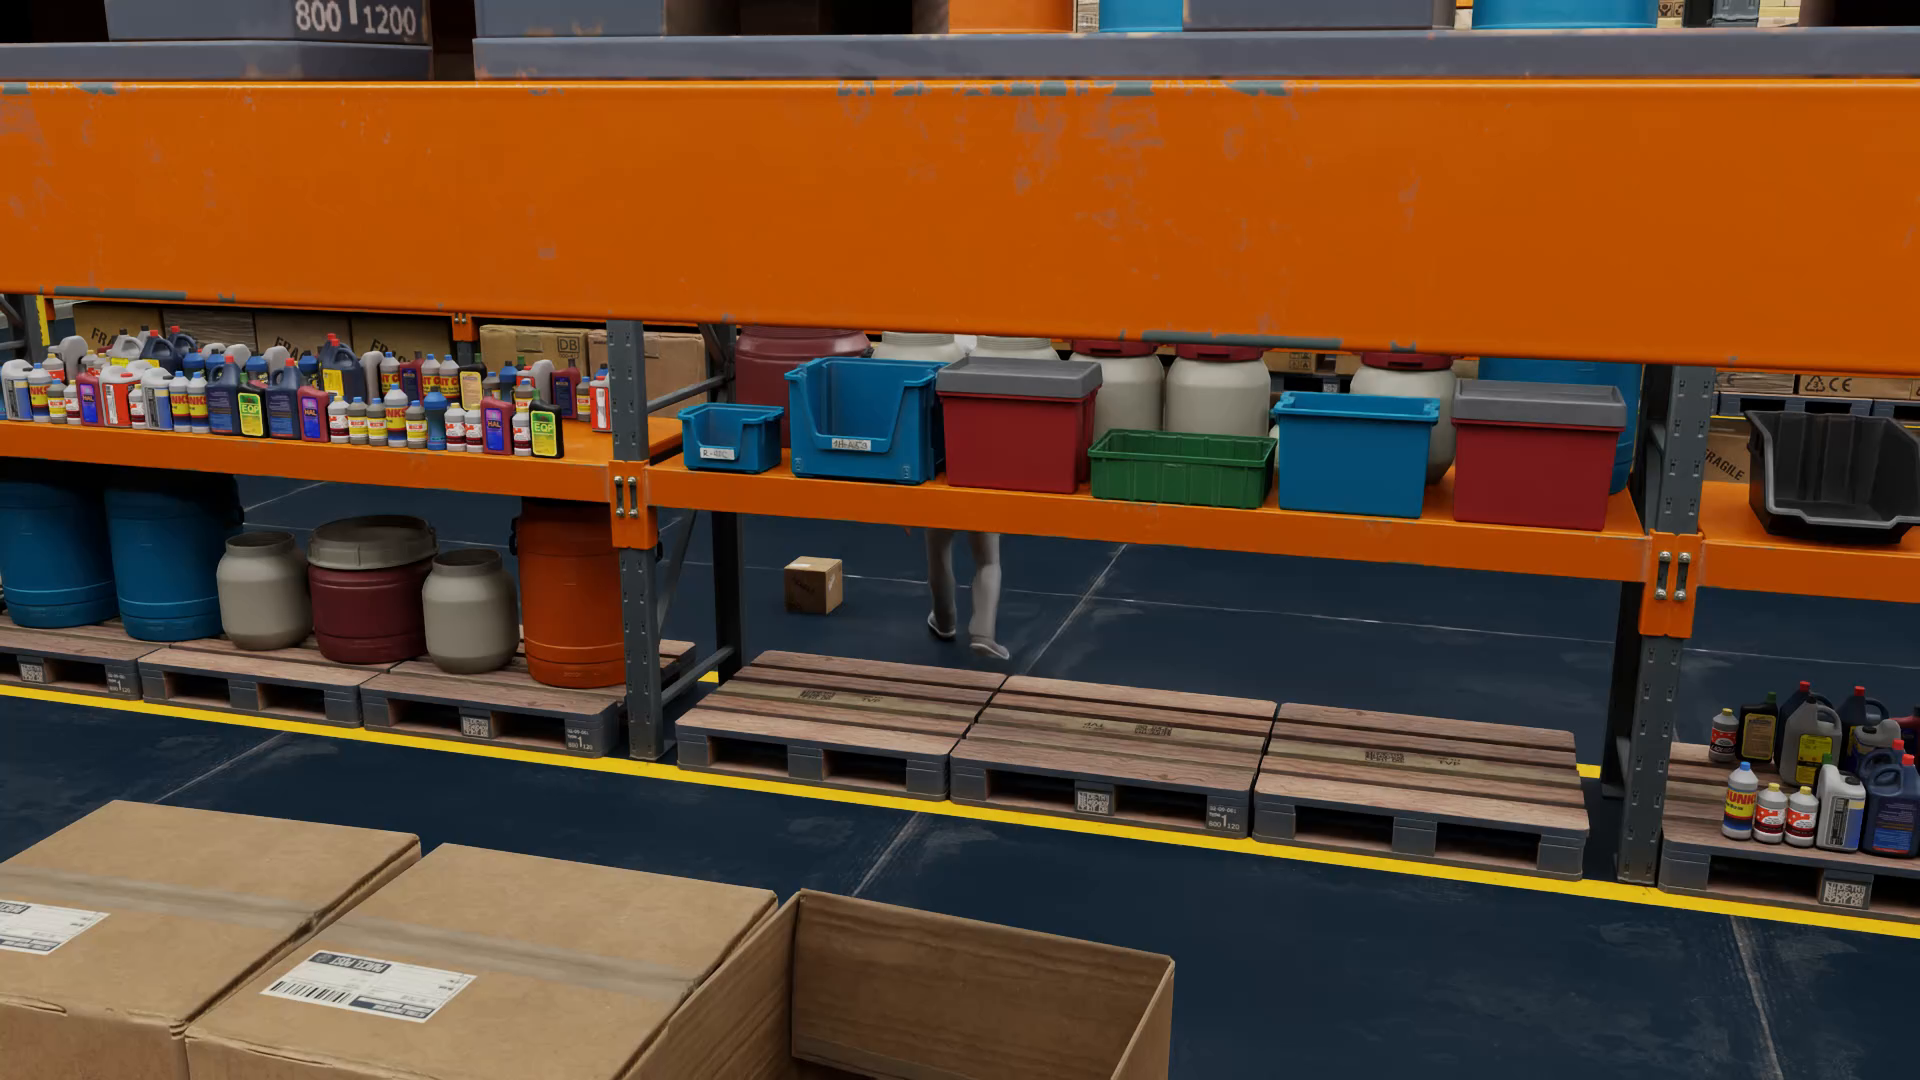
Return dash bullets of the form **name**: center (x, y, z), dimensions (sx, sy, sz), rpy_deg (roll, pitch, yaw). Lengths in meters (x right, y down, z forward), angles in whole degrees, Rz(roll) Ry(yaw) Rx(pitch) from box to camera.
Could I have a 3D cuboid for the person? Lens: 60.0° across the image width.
- **person**: center (-0.020, -0.235, 8.336), dimensions (0.542, 1.645, 0.941), rpy_deg (-1, 15, -4)
